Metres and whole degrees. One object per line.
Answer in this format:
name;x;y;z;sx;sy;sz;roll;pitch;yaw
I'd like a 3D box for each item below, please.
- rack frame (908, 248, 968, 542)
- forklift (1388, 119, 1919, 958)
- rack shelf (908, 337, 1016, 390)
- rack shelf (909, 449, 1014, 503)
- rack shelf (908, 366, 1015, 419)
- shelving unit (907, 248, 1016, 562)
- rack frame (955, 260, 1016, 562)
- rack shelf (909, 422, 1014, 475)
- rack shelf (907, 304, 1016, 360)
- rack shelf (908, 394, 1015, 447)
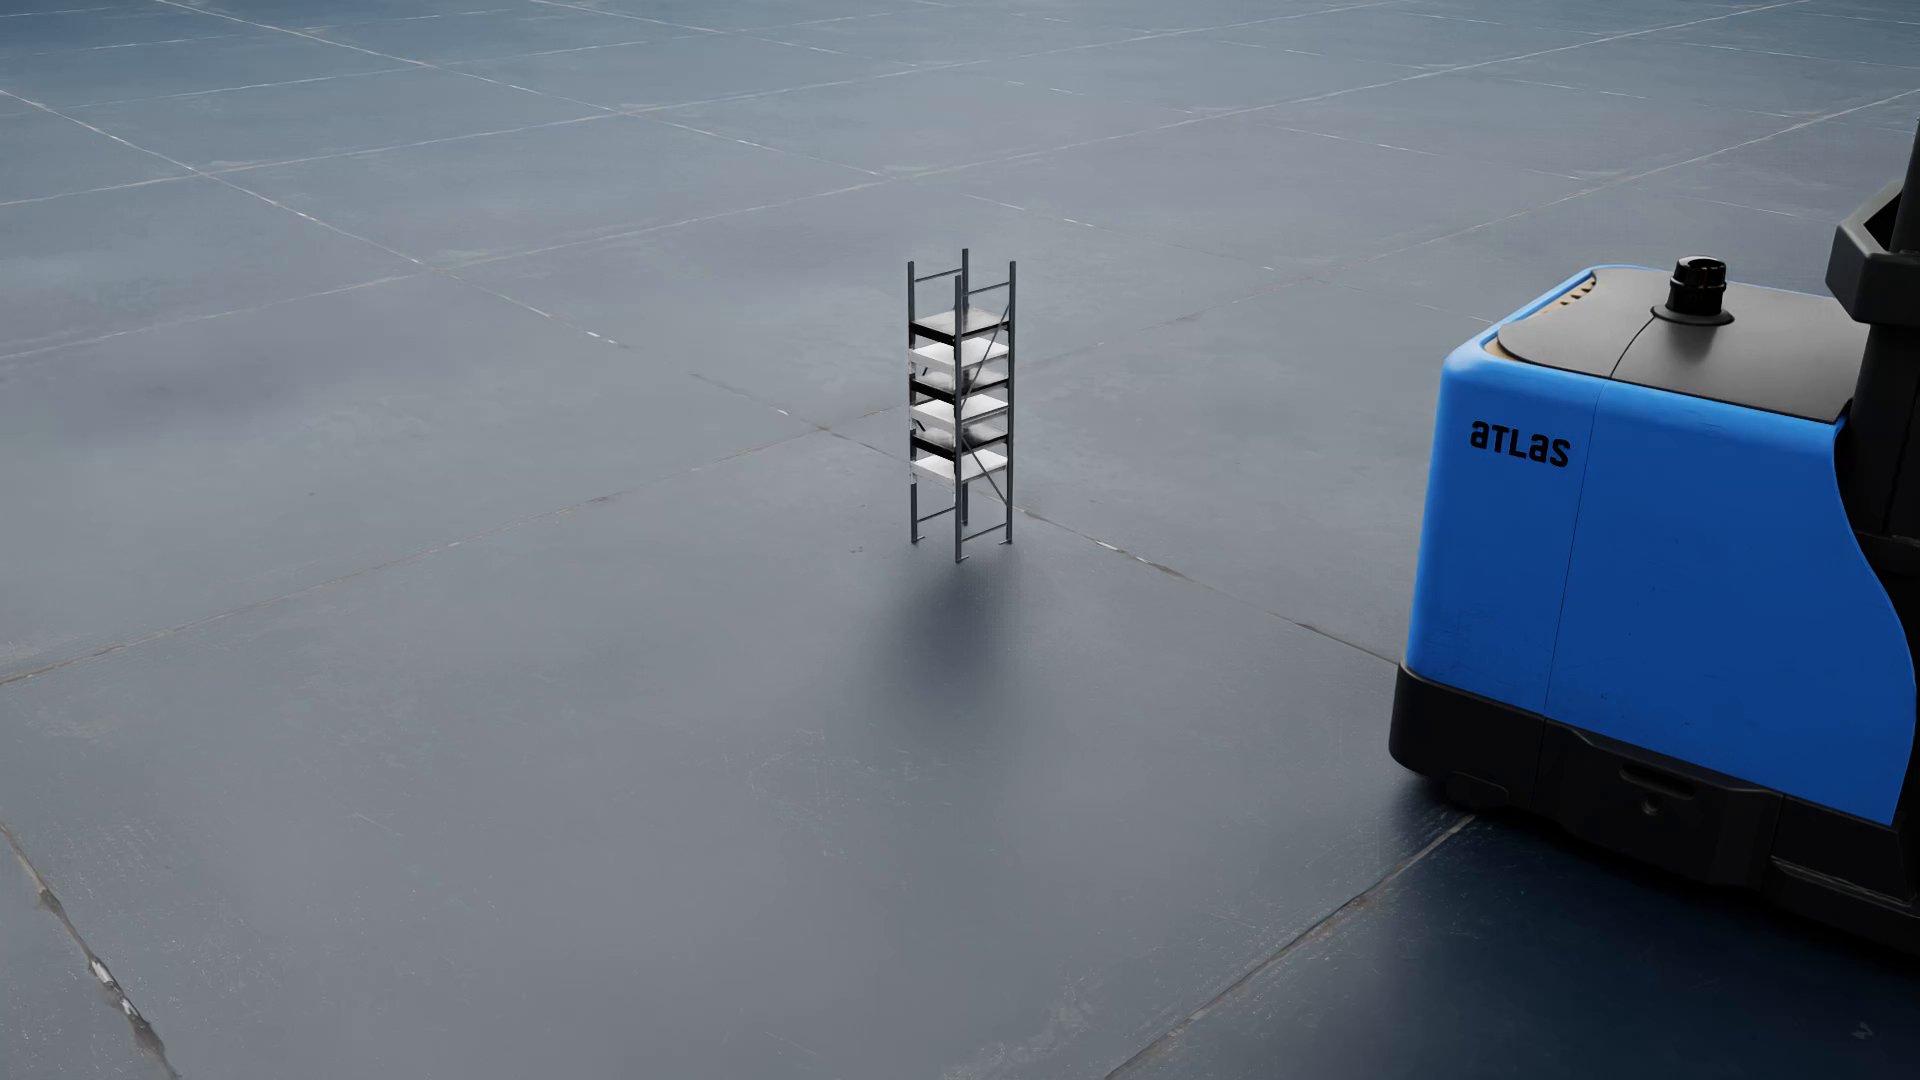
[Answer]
rack frame;-0.064;-0.438;5.125;0.240;0.900;0.006;-21;32;-38
forklift;2.498;-0.539;2.900;3.031;2.935;1.130;18;30;34
rack shelf;0.006;-0.540;4.997;0.258;0.077;0.200;-21;32;-38
rack shelf;0.006;-0.213;5.146;0.258;0.077;0.200;-21;32;-38
rack shelf;0.006;-0.459;5.034;0.258;0.077;0.200;-21;32;-38
shelving unit;0.006;-0.407;5.058;0.258;0.900;0.210;-21;32;-38
rack frame;0.075;-0.376;4.990;0.240;0.900;0.006;-21;32;-38
rack shelf;0.006;-0.295;5.109;0.258;0.077;0.200;-21;32;-38
rack shelf;0.006;-0.622;4.960;0.258;0.077;0.200;-21;32;-38
rack shelf;0.006;-0.377;5.072;0.258;0.077;0.200;-21;32;-38
